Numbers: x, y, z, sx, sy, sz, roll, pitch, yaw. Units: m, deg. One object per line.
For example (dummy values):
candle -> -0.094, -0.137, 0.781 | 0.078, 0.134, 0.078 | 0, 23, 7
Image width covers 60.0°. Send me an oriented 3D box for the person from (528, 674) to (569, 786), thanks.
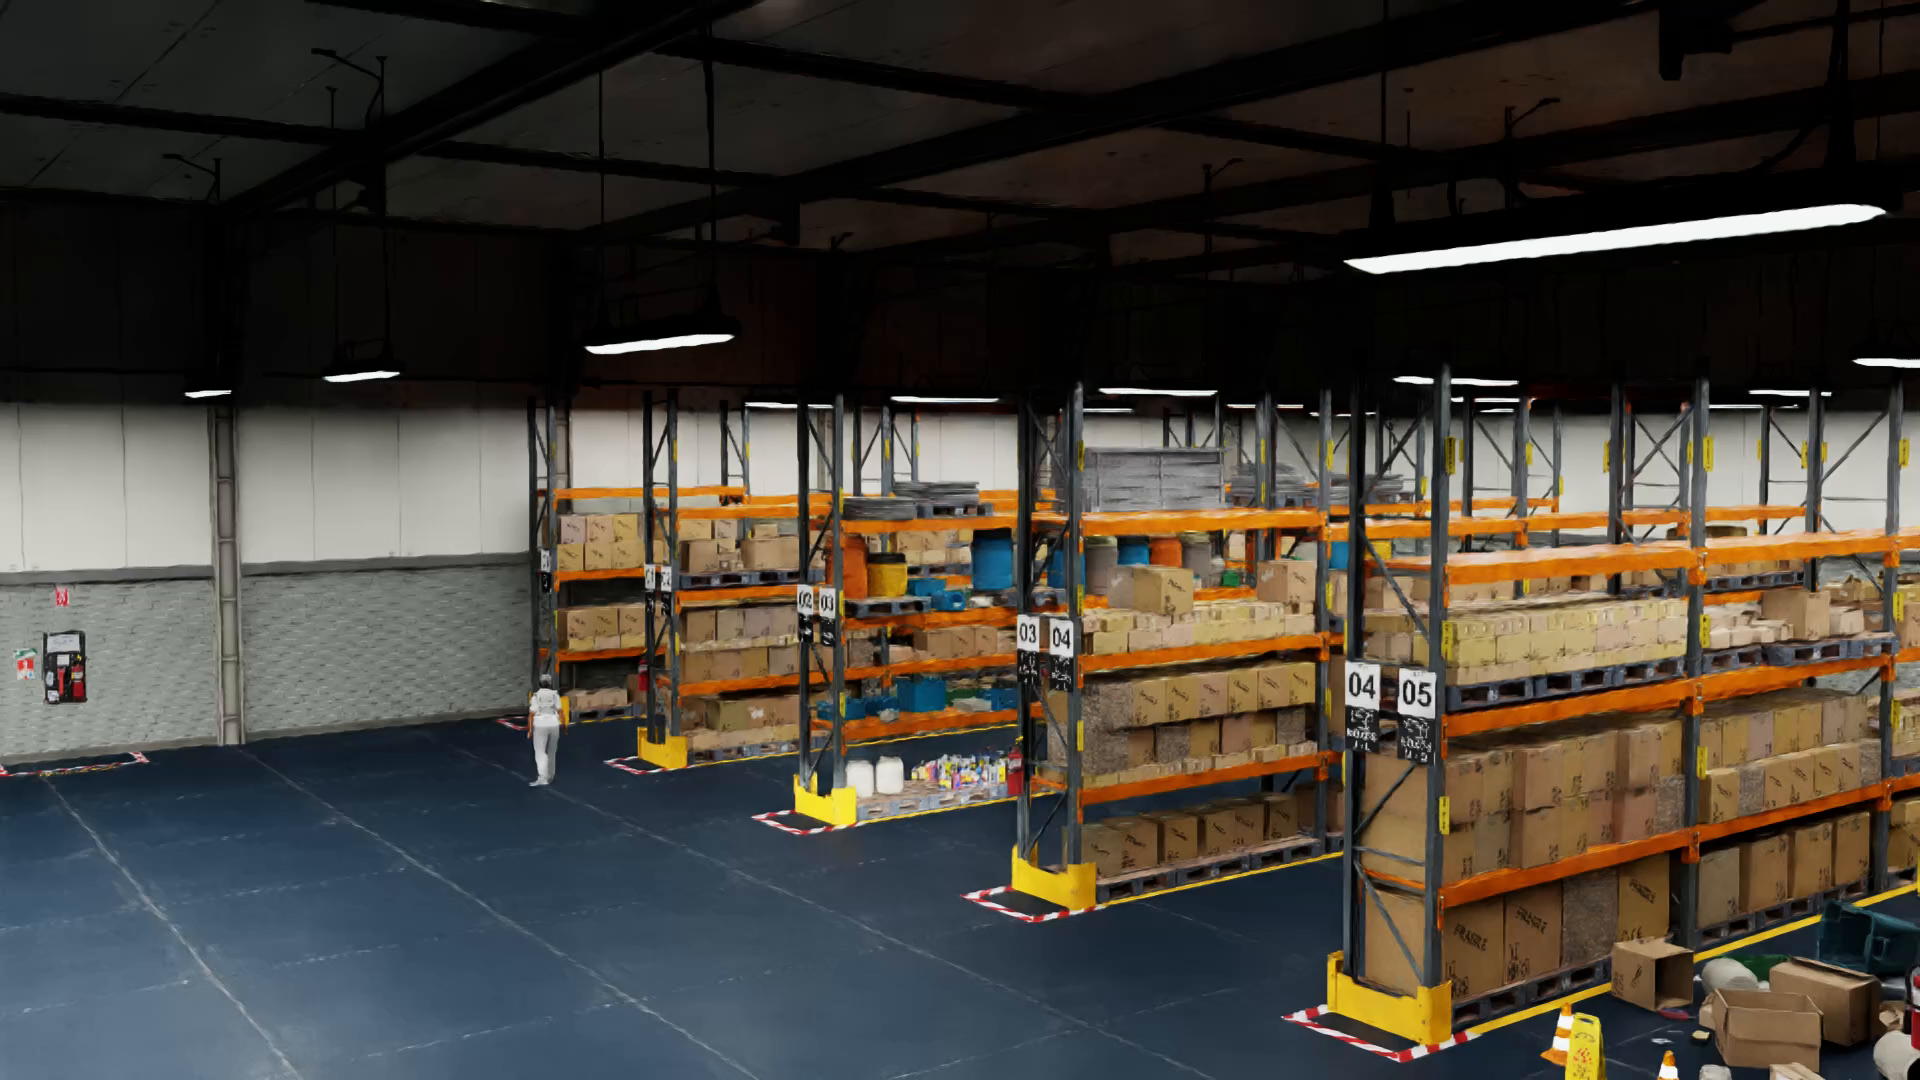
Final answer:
person -> -6.265, 2.851, 25.164 | 0.722, 1.651, 0.608 | -3, 4, -41
